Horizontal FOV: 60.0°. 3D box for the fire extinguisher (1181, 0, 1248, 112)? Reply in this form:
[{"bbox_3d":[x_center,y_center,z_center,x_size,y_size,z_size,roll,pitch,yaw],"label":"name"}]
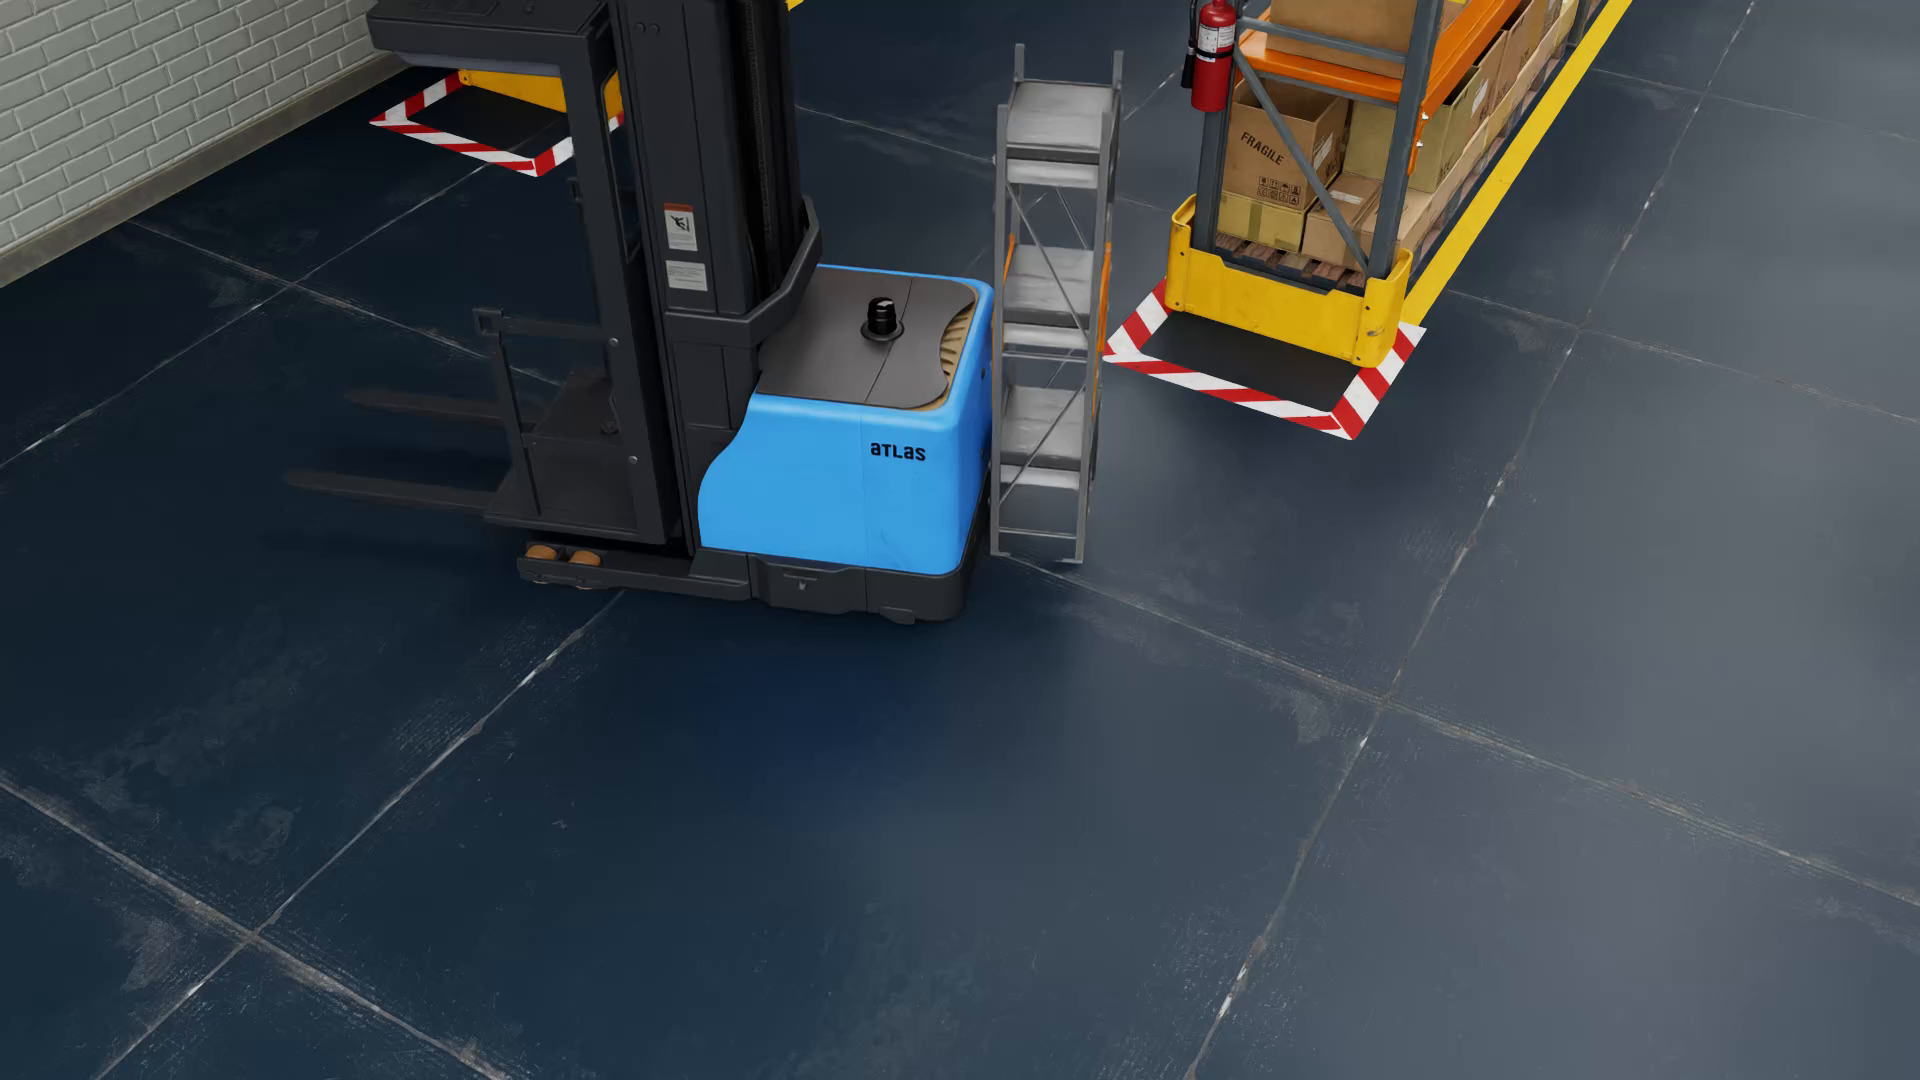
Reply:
[{"bbox_3d":[1.179,-2.321,7.674,0.296,0.674,0.183,21,45,22],"label":"fire extinguisher"}]

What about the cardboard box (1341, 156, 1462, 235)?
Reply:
[{"bbox_3d":[2.349,-1.910,8.912,0.500,0.250,0.500,21,45,22],"label":"cardboard box"}]

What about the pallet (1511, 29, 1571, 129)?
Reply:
[{"bbox_3d":[3.208,-3.065,10.571,1.003,0.211,1.213,21,45,22],"label":"pallet"}]

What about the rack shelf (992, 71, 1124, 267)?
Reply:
[{"bbox_3d":[0.366,-1.382,6.192,0.431,0.518,0.480,6,42,7],"label":"rack shelf"}]

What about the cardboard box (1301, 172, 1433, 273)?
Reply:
[{"bbox_3d":[2.102,-1.623,8.586,0.500,0.250,0.500,21,45,22],"label":"cardboard box"}]

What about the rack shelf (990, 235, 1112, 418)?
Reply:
[{"bbox_3d":[0.366,-0.857,6.655,0.431,0.518,0.480,6,42,7],"label":"rack shelf"}]

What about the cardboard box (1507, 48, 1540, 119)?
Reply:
[{"bbox_3d":[3.103,-2.767,9.885,0.500,0.250,0.500,21,45,22],"label":"cardboard box"}]

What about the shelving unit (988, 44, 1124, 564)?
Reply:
[{"bbox_3d":[0.366,-0.867,6.646,0.431,2.100,0.503,6,42,7],"label":"shelving unit"}]

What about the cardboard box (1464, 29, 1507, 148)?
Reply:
[{"bbox_3d":[2.589,-2.481,8.994,0.500,0.500,0.500,21,45,22],"label":"cardboard box"}]

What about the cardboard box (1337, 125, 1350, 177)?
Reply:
[{"bbox_3d":[1.893,-2.084,9.110,0.500,0.250,0.500,21,45,22],"label":"cardboard box"}]

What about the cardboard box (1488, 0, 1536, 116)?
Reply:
[{"bbox_3d":[2.855,-2.762,9.312,0.500,0.500,0.500,21,45,22],"label":"cardboard box"}]

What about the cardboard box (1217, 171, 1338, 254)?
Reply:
[{"bbox_3d":[1.653,-1.794,8.781,0.500,0.250,0.500,21,45,22],"label":"cardboard box"}]

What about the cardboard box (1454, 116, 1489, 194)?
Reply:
[{"bbox_3d":[2.599,-2.196,9.237,0.500,0.250,0.500,21,45,22],"label":"cardboard box"}]

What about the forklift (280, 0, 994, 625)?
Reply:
[{"bbox_3d":[-1.402,-1.226,6.425,3.031,2.935,1.130,7,42,8],"label":"forklift"}]

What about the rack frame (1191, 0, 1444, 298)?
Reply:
[{"bbox_3d":[1.641,-2.264,7.551,1.000,3.000,0.127,21,45,22],"label":"rack frame"}]

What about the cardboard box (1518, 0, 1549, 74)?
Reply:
[{"bbox_3d":[3.092,-3.053,9.642,0.500,0.500,0.500,21,45,22],"label":"cardboard box"}]

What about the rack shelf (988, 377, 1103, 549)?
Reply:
[{"bbox_3d":[0.366,-0.332,7.118,0.431,0.518,0.480,6,42,7],"label":"rack shelf"}]

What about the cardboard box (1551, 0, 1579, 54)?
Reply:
[{"bbox_3d":[3.600,-3.341,10.537,0.500,0.250,0.500,21,45,22],"label":"cardboard box"}]

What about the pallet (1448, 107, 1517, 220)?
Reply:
[{"bbox_3d":[2.599,-2.364,9.775,1.003,0.211,1.213,21,45,22],"label":"pallet"}]

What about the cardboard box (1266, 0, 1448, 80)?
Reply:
[{"bbox_3d":[1.885,-2.564,7.817,0.700,0.500,0.500,21,45,22],"label":"cardboard box"}]

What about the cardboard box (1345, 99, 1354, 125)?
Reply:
[{"bbox_3d":[2.139,-2.653,9.189,0.500,0.500,0.500,21,45,22],"label":"cardboard box"}]

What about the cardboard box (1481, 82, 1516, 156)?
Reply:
[{"bbox_3d":[2.854,-2.481,9.560,0.500,0.250,0.500,21,45,22],"label":"cardboard box"}]

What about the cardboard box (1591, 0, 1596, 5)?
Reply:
[{"bbox_3d":[4.059,-3.827,11.089,0.500,0.250,0.500,20,45,21],"label":"cardboard box"}]

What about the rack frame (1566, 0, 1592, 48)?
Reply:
[{"bbox_3d":[3.642,-4.553,10.150,1.000,3.000,0.127,21,45,22],"label":"rack frame"}]

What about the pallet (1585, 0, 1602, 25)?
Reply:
[{"bbox_3d":[3.977,-3.941,11.565,1.003,0.211,1.213,21,45,22],"label":"pallet"}]

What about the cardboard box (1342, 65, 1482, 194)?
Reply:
[{"bbox_3d":[2.350,-2.191,8.664,0.500,0.500,0.500,21,45,22],"label":"cardboard box"}]

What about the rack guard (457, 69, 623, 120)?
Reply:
[{"bbox_3d":[-2.612,-3.005,10.285,1.175,0.500,0.348,21,45,22],"label":"rack guard"}]

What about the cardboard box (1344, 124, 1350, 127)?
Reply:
[{"bbox_3d":[2.142,-2.371,9.435,0.500,0.250,0.500,21,45,22],"label":"cardboard box"}]

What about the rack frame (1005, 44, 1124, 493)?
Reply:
[{"bbox_3d":[0.403,-1.027,6.827,0.400,2.100,0.015,6,42,7],"label":"rack frame"}]

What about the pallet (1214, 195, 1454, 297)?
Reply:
[{"bbox_3d":[1.987,-1.669,8.985,1.003,0.211,1.213,21,45,22],"label":"pallet"}]

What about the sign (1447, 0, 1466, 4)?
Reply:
[{"bbox_3d":[2.118,-2.432,7.027,0.100,0.325,0.005,21,45,22],"label":"sign"}]

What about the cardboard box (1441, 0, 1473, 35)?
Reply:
[{"bbox_3d":[2.144,-2.866,8.160,0.700,0.500,0.500,22,46,23],"label":"cardboard box"}]

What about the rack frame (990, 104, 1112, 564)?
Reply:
[{"bbox_3d":[0.329,-0.708,6.465,0.400,2.100,0.015,6,42,7],"label":"rack frame"}]

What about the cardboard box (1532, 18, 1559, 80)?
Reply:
[{"bbox_3d":[3.341,-3.058,10.216,0.500,0.250,0.500,21,45,22],"label":"cardboard box"}]

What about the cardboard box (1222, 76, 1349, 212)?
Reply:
[{"bbox_3d":[1.651,-2.076,8.534,0.500,0.500,0.500,21,45,22],"label":"cardboard box"}]

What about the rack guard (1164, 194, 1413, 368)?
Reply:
[{"bbox_3d":[1.629,-1.312,8.362,1.175,0.500,0.348,21,45,22],"label":"rack guard"}]

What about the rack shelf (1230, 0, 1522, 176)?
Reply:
[{"bbox_3d":[2.642,-3.138,9.088,1.077,0.370,4.000,21,45,22],"label":"rack shelf"}]

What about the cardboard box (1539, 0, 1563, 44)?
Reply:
[{"bbox_3d":[3.339,-3.340,9.968,0.500,0.500,0.500,21,45,22],"label":"cardboard box"}]
